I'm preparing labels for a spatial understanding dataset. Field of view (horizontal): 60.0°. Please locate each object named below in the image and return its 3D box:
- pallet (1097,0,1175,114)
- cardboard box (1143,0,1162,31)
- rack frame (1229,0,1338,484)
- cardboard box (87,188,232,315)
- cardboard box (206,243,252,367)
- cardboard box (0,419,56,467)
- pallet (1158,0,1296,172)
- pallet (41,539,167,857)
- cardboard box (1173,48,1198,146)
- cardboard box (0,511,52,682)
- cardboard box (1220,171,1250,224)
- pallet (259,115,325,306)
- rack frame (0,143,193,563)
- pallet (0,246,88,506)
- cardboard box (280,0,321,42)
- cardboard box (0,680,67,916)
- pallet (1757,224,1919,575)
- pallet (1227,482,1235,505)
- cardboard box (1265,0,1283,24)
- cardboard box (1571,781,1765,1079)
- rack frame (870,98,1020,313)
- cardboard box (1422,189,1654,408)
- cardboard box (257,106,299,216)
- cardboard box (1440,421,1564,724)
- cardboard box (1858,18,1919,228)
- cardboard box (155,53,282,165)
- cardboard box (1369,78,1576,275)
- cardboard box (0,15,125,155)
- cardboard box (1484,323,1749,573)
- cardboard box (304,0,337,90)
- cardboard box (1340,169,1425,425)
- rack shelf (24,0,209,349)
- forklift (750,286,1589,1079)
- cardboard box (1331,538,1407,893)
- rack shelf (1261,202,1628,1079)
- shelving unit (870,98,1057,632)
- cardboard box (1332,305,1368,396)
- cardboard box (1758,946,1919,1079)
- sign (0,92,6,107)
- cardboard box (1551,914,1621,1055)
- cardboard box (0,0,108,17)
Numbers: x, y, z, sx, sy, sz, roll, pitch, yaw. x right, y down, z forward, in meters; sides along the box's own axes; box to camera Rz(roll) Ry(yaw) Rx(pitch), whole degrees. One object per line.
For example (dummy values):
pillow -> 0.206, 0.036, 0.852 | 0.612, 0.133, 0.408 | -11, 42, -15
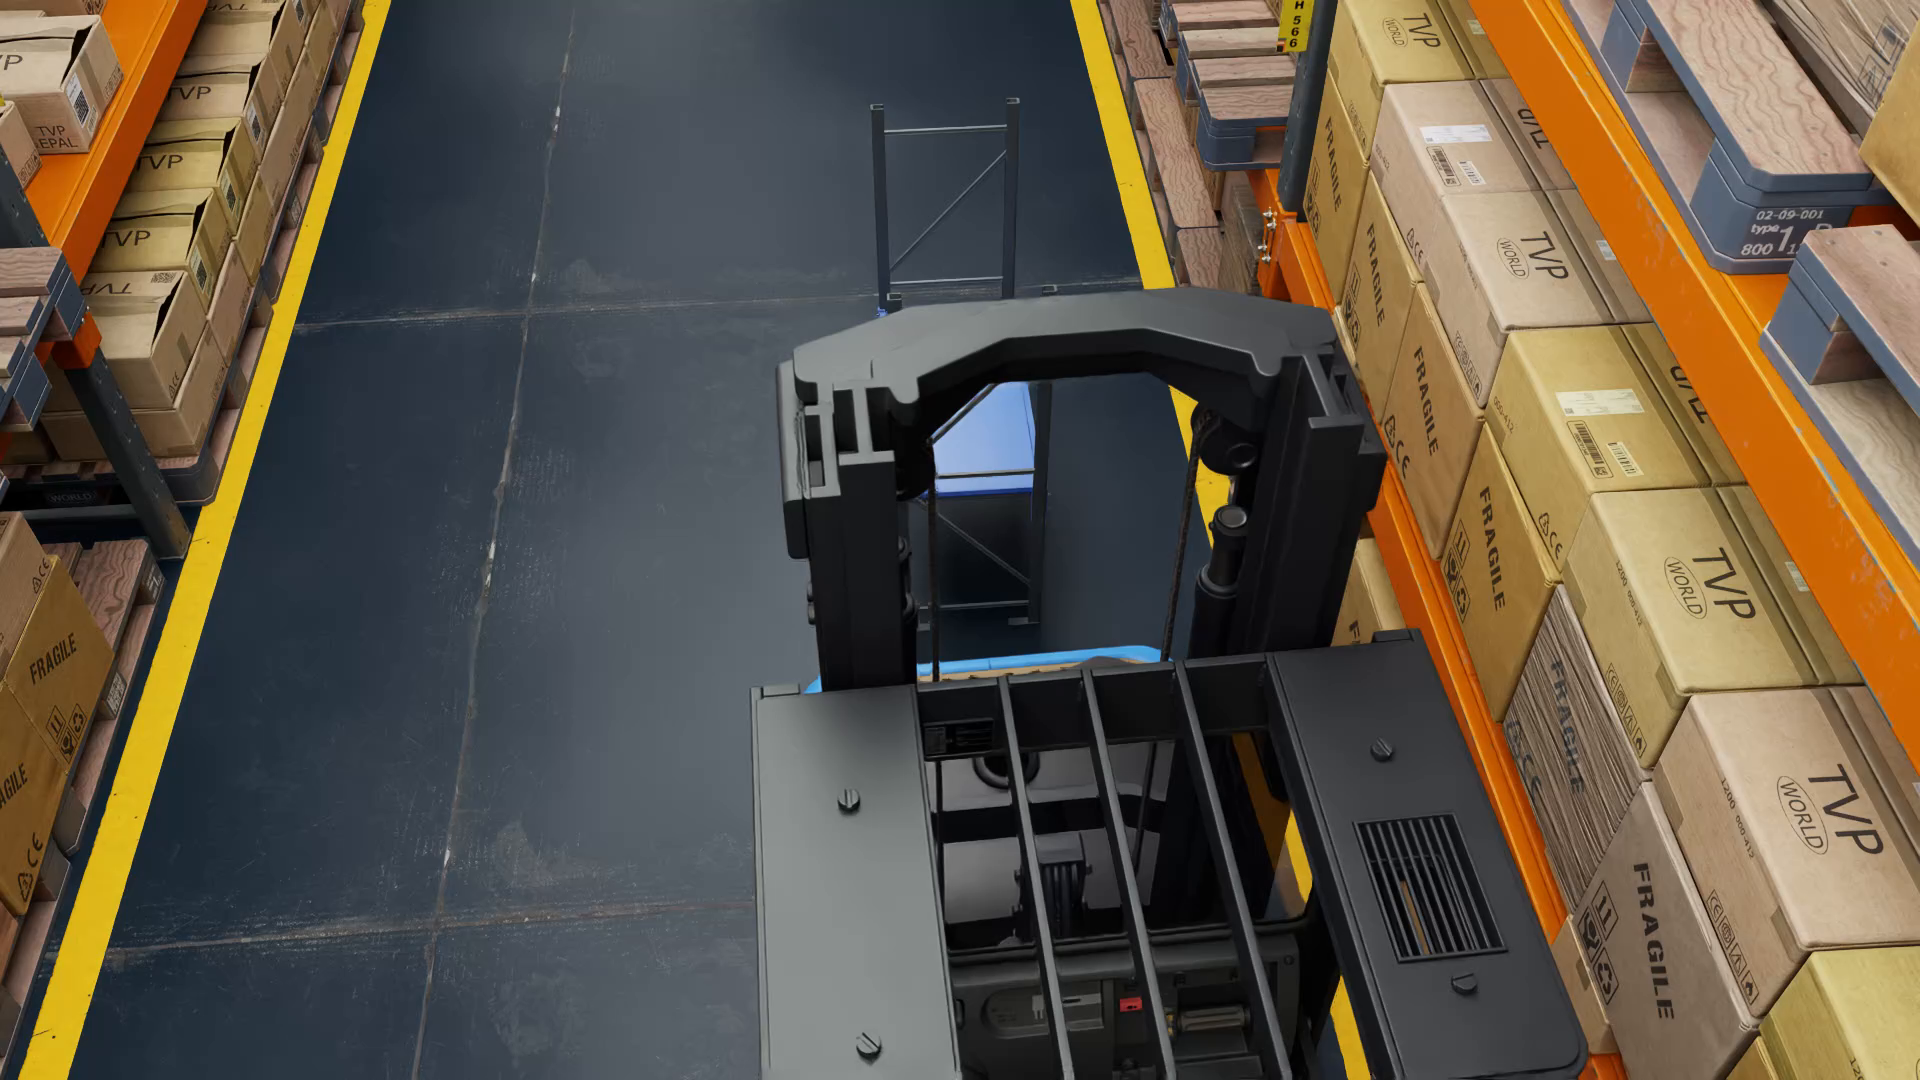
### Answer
pallet -> 1.286, -2.645, 8.610 | 1.003, 0.211, 1.213 | -3, 47, -3
cardboard box -> 1.297, -2.927, 8.375 | 0.700, 0.500, 0.500 | -2, 47, -2
rack frame -> 1.554, -1.273, 5.390 | 1.000, 3.000, 0.127 | -3, 47, -3
cardboard box -> -3.186, -1.137, 6.479 | 0.500, 0.311, 0.500 | -5, 47, -4
cardboard box -> -3.176, -0.929, 6.668 | 0.500, 0.250, 0.500 | -5, 47, -4
cardboard box -> -3.669, -0.534, 6.294 | 0.500, 0.250, 0.500 | -2, 47, -2
pallet -> 1.388, -1.716, 5.942 | 1.213, 0.211, 1.003 | -3, 47, -3
pallet -> -3.357, 0.532, 5.601 | 1.003, 0.211, 1.213 | -3, 47, -3
cardboard box -> 1.393, -2.185, 7.672 | 0.700, 0.500, 0.500 | -3, 47, -3
cardboard box -> -3.061, 0.184, 4.912 | 0.500, 0.250, 0.500 | -2, 47, -2
cardboard box -> 1.514, -1.462, 6.988 | 0.700, 0.500, 0.500 | -4, 47, -3
pallet -> -3.511, -1.489, 7.515 | 1.003, 0.211, 1.213 | -3, 47, -3
rack frame -> -3.382, -0.969, 5.102 | 1.000, 3.000, 0.127 | -3, 47, -3
pallet -> -3.255, -0.417, 4.711 | 1.213, 0.211, 1.003 | -3, 47, -3
cardboard box -> -3.348, -2.603, 7.868 | 0.500, 0.311, 0.500 | -2, 47, -2
cardboard box -> -3.027, 0.776, 4.868 | 0.500, 0.500, 0.500 | -5, 47, -5
pallet -> 1.763, -0.005, 2.255 | 0.805, 0.209, 1.217 | -5, 47, -5
pallet -> 1.545, 0.261, 5.858 | 1.003, 0.211, 1.213 | -3, 47, -3
cardboard box -> 1.431, -2.201, 5.897 | 0.700, 0.500, 0.500 | -7, 47, -7
cardboard box -> 1.546, 0.790, 3.148 | 0.500, 0.500, 0.500 | -3, 47, -3
rack frame -> -0.050, -0.945, 6.112 | 0.500, 1.500, 0.032 | -3, 47, -3
cardboard box -> 1.426, -0.580, 3.929 | 0.500, 0.250, 0.500 | -3, 47, -3
cardboard box -> -3.268, -1.675, 7.375 | 0.500, 0.250, 0.500 | -3, 47, -2
cardboard box -> 1.466, 0.065, 3.835 | 0.500, 0.500, 0.500 | -2, 47, -2
cardboard box -> 1.813, -0.638, 2.351 | 0.700, 0.500, 0.500 | -4, 47, -4
cardboard box -> -3.270, -1.878, 7.181 | 0.500, 0.311, 0.500 | -4, 47, -4
cardboard box -> 1.381, -0.941, 4.272 | 0.500, 0.250, 0.500 | -4, 47, -4
cardboard box -> -3.264, -1.597, 5.758 | 0.500, 0.311, 0.500 | -4, 47, -4
cardboard box -> 1.475, -0.211, 3.580 | 0.500, 0.250, 0.500 | -4, 47, -4
cardboard box -> -3.353, -2.414, 8.075 | 0.500, 0.250, 0.500 | -4, 47, -4
cardboard box -> 1.374, -0.670, 4.531 | 0.500, 0.500, 0.500 | -2, 47, -2
rack shelf -> -3.550, -2.169, 6.734 | 1.077, 0.370, 4.000 | -3, 47, -3
forklift -> 0.242, 1.112, 3.178 | 1.130, 2.935, 3.031 | -5, 47, -4
cardboard box -> 1.552, 0.496, 4.906 | 0.750, 0.750, 0.750 | -4, 47, -3
rack shelf -> 1.721, 0.421, 4.280 | 1.077, 0.370, 4.000 | -3, 47, -3
shelving unit -> -0.007, -0.577, 5.764 | 0.538, 1.500, 1.048 | -3, 47, -3
cardboard box -> 1.301, -0.561, 4.875 | 0.380, 0.149, 0.250 | -2, 47, -2
cardboard box -> 1.595, 0.897, 2.530 | 0.500, 0.250, 0.500 | -2, 47, -2
sign -> -2.842, -1.380, 4.748 | 0.100, 0.325, 0.005 | -3, 47, -3
cardboard box -> 1.476, 0.914, 3.477 | 0.380, 0.149, 0.250 | -3, 47, -3
cardboard box -> -3.539, -2.217, 6.215 | 0.500, 0.500, 0.500 | -6, 47, -5
